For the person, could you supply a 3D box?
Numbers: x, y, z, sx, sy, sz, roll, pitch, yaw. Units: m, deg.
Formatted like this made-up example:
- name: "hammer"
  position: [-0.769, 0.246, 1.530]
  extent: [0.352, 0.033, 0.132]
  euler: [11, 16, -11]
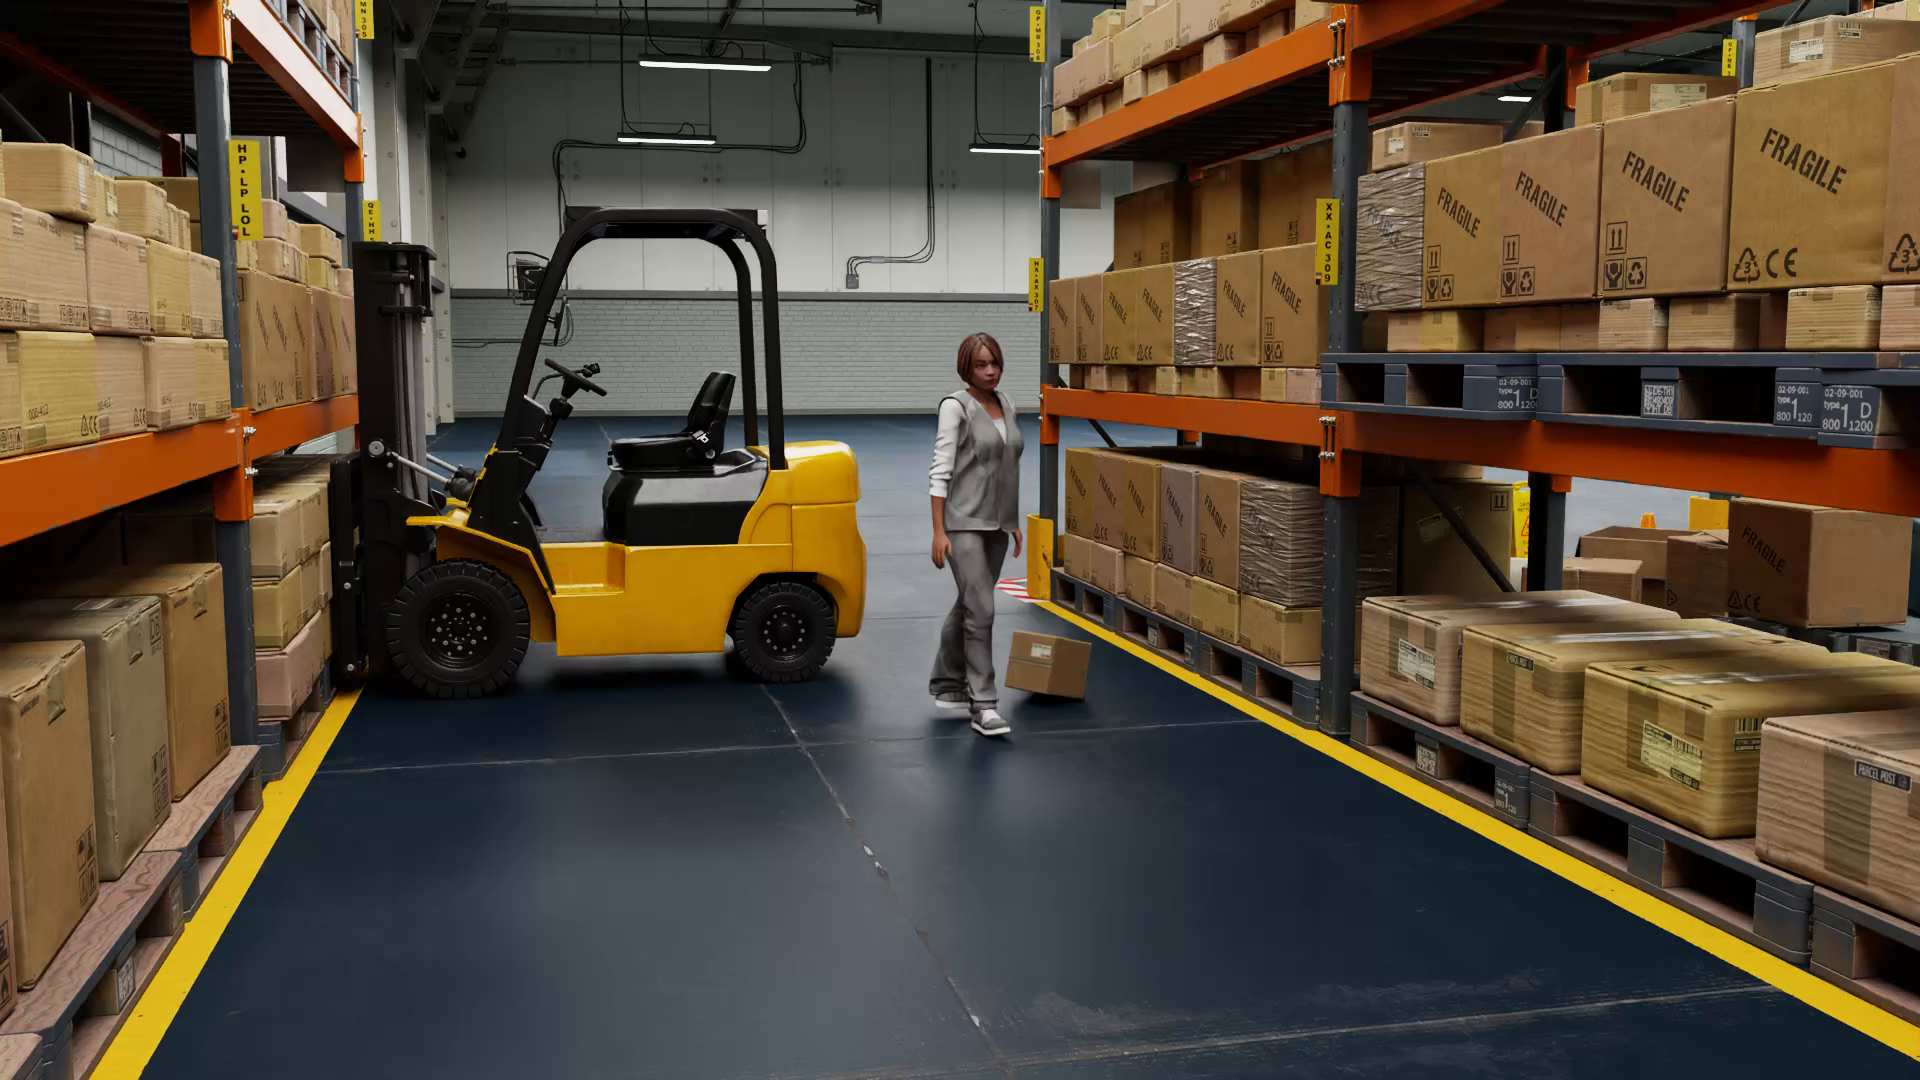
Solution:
- name: "person"
  position: [0.066, -0.039, 6.697]
  extent: [0.561, 1.583, 0.475]
  euler: [6, 8, 42]
